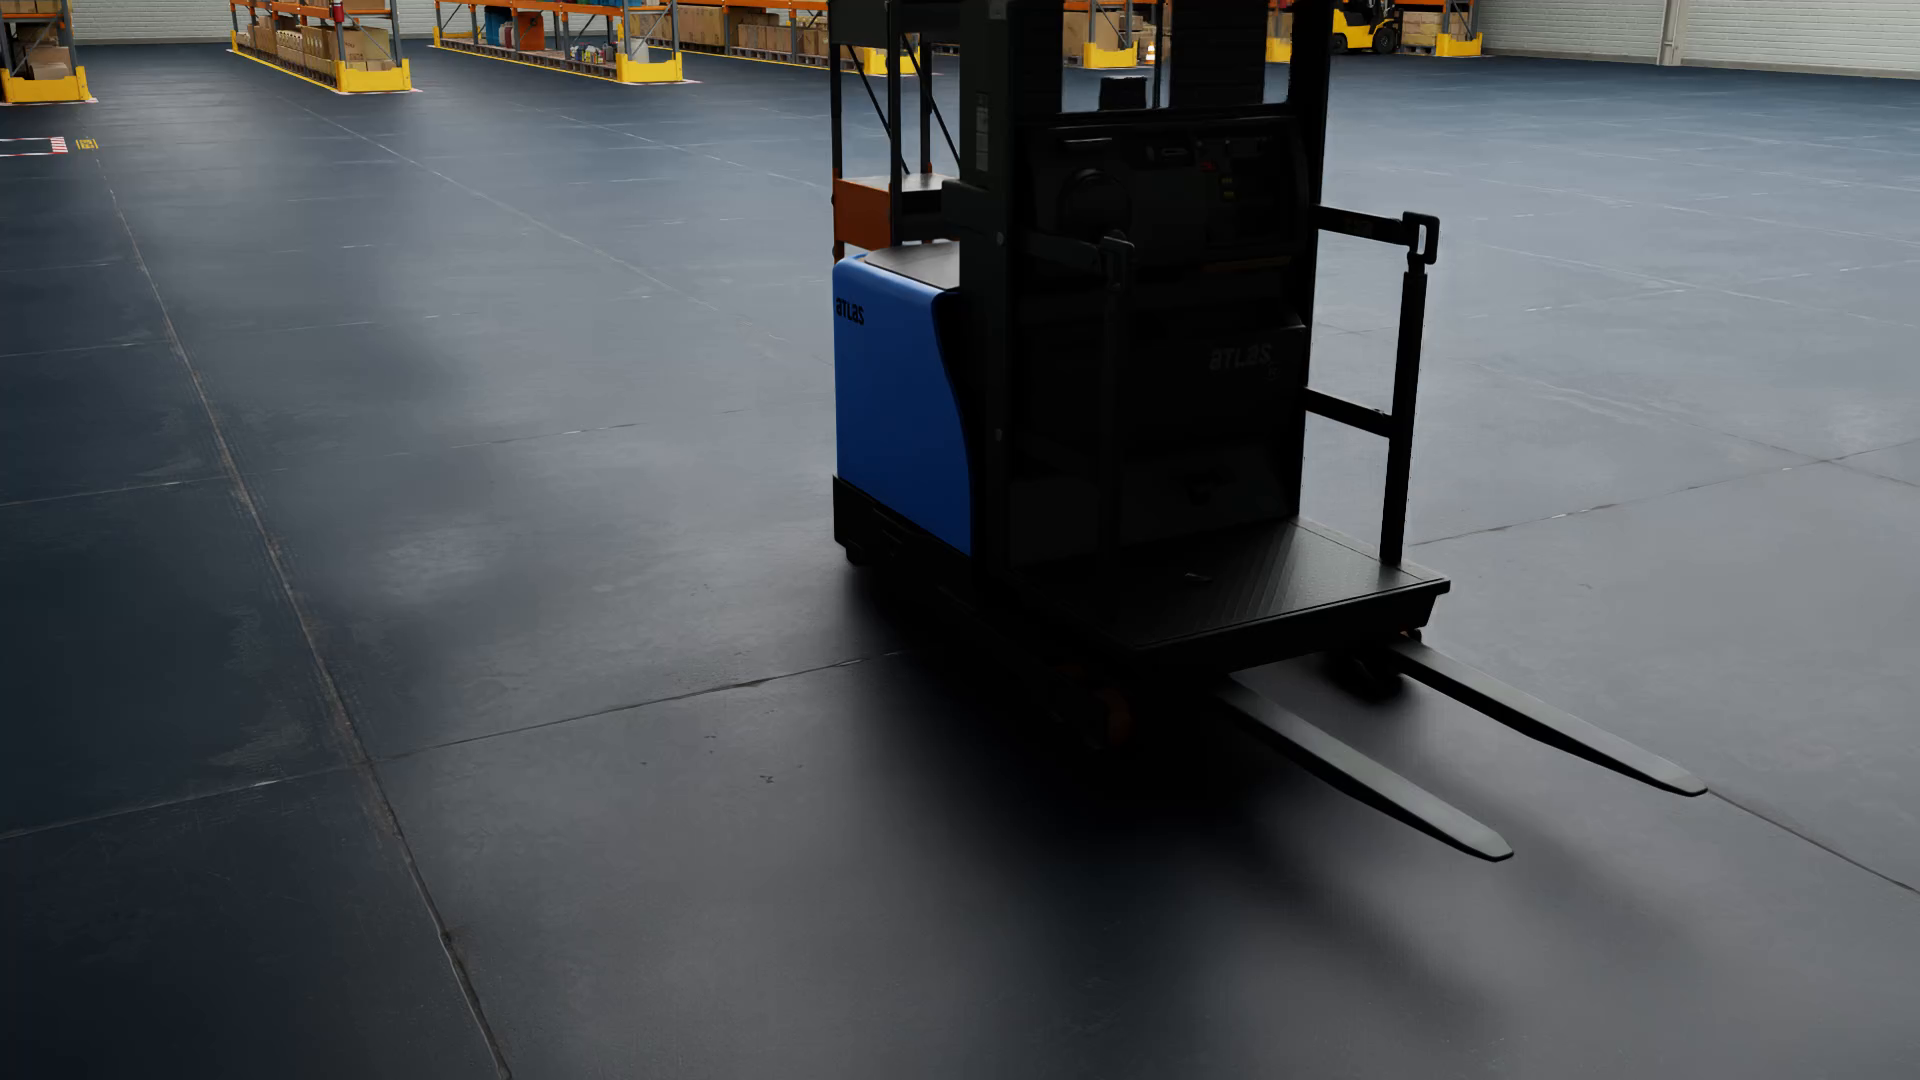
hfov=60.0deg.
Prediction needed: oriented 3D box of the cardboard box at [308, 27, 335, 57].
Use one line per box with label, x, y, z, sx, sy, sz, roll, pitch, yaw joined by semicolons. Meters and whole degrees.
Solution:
cardboard box;-11.471;-9.029;30.120;0.500;0.500;0.500;-10;21;-27

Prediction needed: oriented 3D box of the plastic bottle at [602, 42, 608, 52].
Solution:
plastic bottle;-7.097;-9.804;33.330;0.144;0.351;0.185;-10;21;-27

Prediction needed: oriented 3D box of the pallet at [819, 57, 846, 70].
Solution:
pallet;-2.238;-9.921;34.560;1.003;0.211;1.213;-10;21;-27

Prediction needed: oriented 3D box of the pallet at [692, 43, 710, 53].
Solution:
pallet;-5.954;-12.195;41.150;1.003;0.211;1.213;-10;21;-27

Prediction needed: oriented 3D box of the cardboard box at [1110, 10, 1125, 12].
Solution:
cardboard box;4.797;-16.103;51.387;0.700;0.500;0.500;-9;21;-24

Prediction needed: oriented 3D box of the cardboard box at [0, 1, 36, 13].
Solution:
cardboard box;-14.742;-8.370;25.989;0.500;0.250;0.500;-10;21;-26

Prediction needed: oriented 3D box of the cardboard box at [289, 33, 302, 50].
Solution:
cardboard box;-12.823;-9.772;32.564;0.500;0.311;0.500;-10;21;-27

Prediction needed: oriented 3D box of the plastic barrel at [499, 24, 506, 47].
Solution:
plastic barrel;-10.560;-11.791;38.875;0.421;0.512;0.421;0;19;0

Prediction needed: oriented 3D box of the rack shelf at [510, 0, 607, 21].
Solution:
rack shelf;-8.480;-11.244;35.222;1.077;0.370;4.000;-10;21;-27

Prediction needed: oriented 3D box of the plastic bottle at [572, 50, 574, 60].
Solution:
plastic bottle;-7.716;-9.707;33.280;0.097;0.201;0.097;0;19;0

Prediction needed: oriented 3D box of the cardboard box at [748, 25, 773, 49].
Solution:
cardboard box;-4.460;-11.606;38.324;0.700;0.500;0.500;-12;22;-31

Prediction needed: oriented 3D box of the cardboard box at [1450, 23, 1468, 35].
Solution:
cardboard box;11.776;-12.236;39.799;0.500;0.250;0.500;-10;21;-26

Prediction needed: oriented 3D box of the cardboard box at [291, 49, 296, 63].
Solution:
cardboard box;-12.825;-9.509;32.663;0.500;0.250;0.500;-9;21;-25

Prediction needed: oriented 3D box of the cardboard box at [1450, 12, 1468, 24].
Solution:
cardboard box;11.755;-12.473;39.718;0.500;0.250;0.500;-10;22;-27

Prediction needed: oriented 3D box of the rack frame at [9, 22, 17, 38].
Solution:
rack frame;-21.947;-12.921;38.977;1.000;3.000;0.127;-10;21;-27

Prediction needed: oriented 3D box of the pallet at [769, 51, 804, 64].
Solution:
pallet;-3.542;-10.683;36.766;1.003;0.211;1.213;-10;21;-27

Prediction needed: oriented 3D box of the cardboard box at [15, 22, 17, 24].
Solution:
cardboard box;-20.418;-11.254;36.341;0.380;0.149;0.250;-10;21;-27

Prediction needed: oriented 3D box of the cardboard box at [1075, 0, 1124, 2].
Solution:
cardboard box;2.925;-11.539;34.743;0.875;0.550;0.550;-10;21;-27

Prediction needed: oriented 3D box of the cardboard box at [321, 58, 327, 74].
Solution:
cardboard box;-10.993;-8.388;29.412;0.500;0.250;0.500;-10;21;-27

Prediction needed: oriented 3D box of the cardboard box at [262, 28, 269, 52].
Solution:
cardboard box;-14.941;-10.949;36.422;0.500;0.500;0.500;-11;22;-29

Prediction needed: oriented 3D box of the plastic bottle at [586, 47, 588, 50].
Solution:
plastic bottle;-7.319;-9.542;32.694;0.097;0.271;0.097;0;19;0

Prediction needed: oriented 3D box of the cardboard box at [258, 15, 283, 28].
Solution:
cardboard box;-15.200;-11.458;36.746;0.500;0.250;0.500;-10;21;-27

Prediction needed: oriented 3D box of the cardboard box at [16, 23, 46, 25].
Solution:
cardboard box;-17.545;-9.633;31.458;0.500;0.250;0.500;-10;21;-26

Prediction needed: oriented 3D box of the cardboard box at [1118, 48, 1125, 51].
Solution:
cardboard box;3.679;-11.016;37.650;0.396;0.266;0.258;-6;20;-17

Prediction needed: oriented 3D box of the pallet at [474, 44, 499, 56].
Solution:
pallet;-10.999;-11.761;39.891;1.003;0.211;1.213;-10;21;-27

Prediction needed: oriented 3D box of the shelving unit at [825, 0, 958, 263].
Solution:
shelving unit;-0.179;-1.101;6.102;0.431;2.100;0.503;-10;21;-27

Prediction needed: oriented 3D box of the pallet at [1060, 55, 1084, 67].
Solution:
pallet;2.693;-10.268;35.564;1.003;0.211;1.213;-10;21;-27

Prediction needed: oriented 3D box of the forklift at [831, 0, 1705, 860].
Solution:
forklift;0.692;-0.990;4.506;1.130;2.935;3.031;-10;21;-27

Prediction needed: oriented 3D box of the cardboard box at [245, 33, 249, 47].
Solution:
cardboard box;-16.566;-11.813;39.214;0.500;0.311;0.500;-10;21;-27

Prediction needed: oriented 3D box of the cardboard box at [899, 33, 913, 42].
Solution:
cardboard box;-1.200;-12.830;41.904;0.500;0.500;0.500;-10;21;-27

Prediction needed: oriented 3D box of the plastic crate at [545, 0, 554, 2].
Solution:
plastic crate;-8.327;-11.271;34.222;0.392;0.384;0.575;-10;21;-27

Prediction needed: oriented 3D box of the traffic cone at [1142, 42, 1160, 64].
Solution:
traffic cone;4.139;-10.542;35.972;0.336;0.463;0.334;-10;21;-27

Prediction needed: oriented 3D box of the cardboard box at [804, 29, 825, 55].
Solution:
cardboard box;-3.016;-10.673;35.653;0.500;0.500;0.500;-11;22;-28

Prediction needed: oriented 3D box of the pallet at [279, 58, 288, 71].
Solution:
pallet;-13.434;-9.832;34.301;1.003;0.211;1.213;-10;21;-27

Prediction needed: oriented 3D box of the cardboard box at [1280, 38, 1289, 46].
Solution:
cardboard box;7.310;-11.337;37.961;0.500;0.250;0.500;-10;21;-27

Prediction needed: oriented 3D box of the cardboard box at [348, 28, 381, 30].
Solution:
cardboard box;-10.538;-8.822;29.522;0.500;0.500;0.500;-10;21;-27

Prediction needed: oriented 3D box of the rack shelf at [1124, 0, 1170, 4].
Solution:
rack shelf;4.601;-13.547;41.894;1.077;0.370;4.000;-10;21;-27

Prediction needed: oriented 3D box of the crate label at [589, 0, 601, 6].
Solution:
crate label;-6.742;-10.365;31.518;0.502;0.435;0.616;-10;21;-27

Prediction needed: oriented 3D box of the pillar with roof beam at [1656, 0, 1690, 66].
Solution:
pillar with roof beam;11.339;-13.720;32.098;9.100;9.000;0.400;-10;21;-27

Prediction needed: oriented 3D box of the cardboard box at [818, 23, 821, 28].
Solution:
cardboard box;-3.758;-14.396;46.523;0.380;0.149;0.250;-9;21;-24

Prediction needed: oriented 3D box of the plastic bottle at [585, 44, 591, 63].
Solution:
plastic bottle;-7.220;-9.494;32.433;0.144;0.351;0.185;-10;21;-27

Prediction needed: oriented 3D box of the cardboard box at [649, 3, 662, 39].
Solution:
cardboard box;-7.640;-13.728;43.932;0.875;0.875;0.875;-10;21;-27

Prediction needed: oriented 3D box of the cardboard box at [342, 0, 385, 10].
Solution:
cardboard box;-10.202;-9.279;28.271;0.700;0.500;0.500;-10;21;-27

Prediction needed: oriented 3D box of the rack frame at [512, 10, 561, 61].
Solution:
rack frame;-9.429;-12.159;36.769;1.000;3.000;0.127;-10;21;-27

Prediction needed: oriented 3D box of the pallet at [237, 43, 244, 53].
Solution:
pallet;-17.174;-12.120;40.933;1.003;0.211;1.213;-10;21;-27

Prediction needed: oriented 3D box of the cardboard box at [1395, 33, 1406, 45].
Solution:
cardboard box;10.858;-12.208;40.484;0.500;0.250;0.500;-10;21;-26

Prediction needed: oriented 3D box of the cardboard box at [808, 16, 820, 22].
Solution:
cardboard box;-4.072;-14.680;46.889;0.380;0.149;0.250;-11;22;-29

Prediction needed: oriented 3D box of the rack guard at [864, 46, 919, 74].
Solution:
rack guard;-1.308;-9.470;32.808;1.175;0.500;0.348;-10;21;-27

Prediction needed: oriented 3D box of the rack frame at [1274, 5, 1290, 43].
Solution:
rack frame;7.450;-12.164;36.785;1.000;3.000;0.127;-10;21;-27
